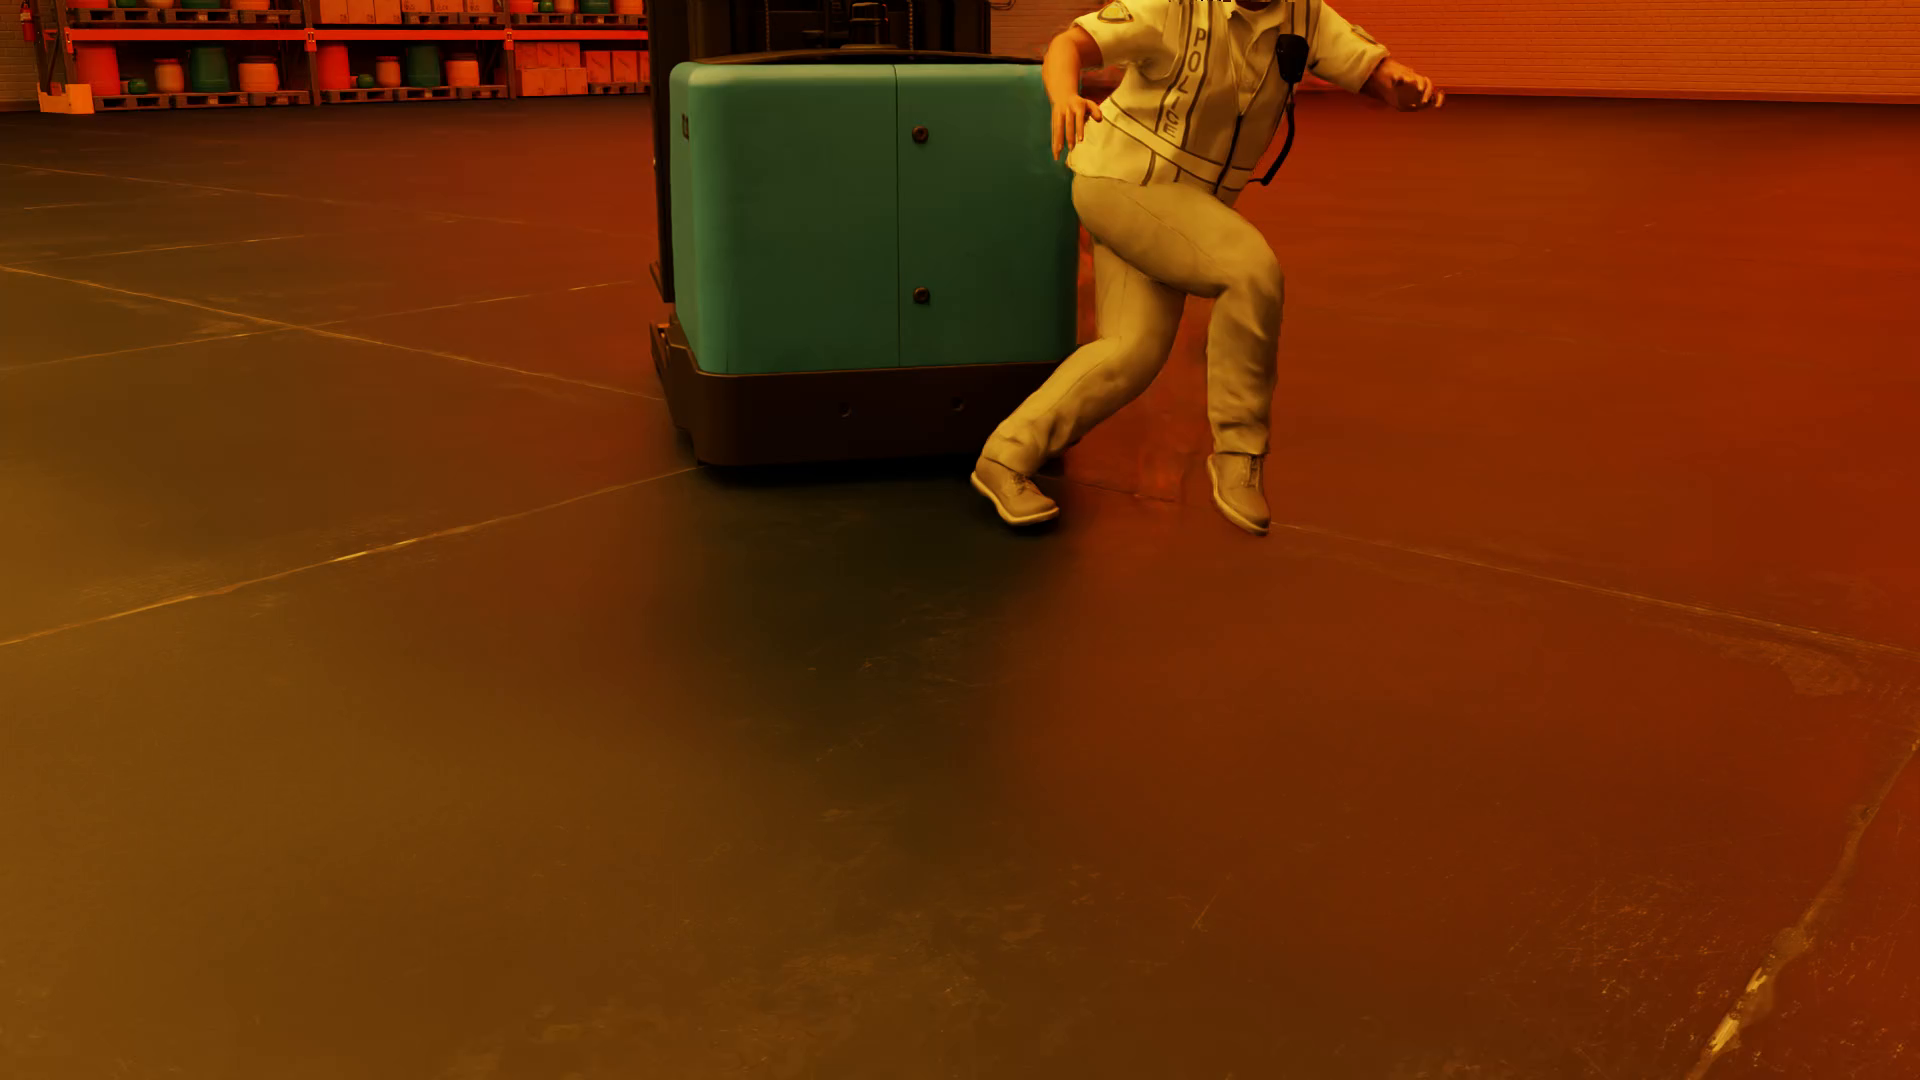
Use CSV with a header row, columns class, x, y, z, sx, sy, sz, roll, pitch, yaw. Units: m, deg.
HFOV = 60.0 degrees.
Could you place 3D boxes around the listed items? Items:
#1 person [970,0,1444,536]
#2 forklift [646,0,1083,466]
class,x,y,z,sx,sy,sz,roll,pitch,yaw
person,0.582,-0.773,3.901,0.972,1.496,0.997,15,23,41
forklift,-0.498,-1.981,5.422,1.130,2.935,3.031,-4,17,-13
